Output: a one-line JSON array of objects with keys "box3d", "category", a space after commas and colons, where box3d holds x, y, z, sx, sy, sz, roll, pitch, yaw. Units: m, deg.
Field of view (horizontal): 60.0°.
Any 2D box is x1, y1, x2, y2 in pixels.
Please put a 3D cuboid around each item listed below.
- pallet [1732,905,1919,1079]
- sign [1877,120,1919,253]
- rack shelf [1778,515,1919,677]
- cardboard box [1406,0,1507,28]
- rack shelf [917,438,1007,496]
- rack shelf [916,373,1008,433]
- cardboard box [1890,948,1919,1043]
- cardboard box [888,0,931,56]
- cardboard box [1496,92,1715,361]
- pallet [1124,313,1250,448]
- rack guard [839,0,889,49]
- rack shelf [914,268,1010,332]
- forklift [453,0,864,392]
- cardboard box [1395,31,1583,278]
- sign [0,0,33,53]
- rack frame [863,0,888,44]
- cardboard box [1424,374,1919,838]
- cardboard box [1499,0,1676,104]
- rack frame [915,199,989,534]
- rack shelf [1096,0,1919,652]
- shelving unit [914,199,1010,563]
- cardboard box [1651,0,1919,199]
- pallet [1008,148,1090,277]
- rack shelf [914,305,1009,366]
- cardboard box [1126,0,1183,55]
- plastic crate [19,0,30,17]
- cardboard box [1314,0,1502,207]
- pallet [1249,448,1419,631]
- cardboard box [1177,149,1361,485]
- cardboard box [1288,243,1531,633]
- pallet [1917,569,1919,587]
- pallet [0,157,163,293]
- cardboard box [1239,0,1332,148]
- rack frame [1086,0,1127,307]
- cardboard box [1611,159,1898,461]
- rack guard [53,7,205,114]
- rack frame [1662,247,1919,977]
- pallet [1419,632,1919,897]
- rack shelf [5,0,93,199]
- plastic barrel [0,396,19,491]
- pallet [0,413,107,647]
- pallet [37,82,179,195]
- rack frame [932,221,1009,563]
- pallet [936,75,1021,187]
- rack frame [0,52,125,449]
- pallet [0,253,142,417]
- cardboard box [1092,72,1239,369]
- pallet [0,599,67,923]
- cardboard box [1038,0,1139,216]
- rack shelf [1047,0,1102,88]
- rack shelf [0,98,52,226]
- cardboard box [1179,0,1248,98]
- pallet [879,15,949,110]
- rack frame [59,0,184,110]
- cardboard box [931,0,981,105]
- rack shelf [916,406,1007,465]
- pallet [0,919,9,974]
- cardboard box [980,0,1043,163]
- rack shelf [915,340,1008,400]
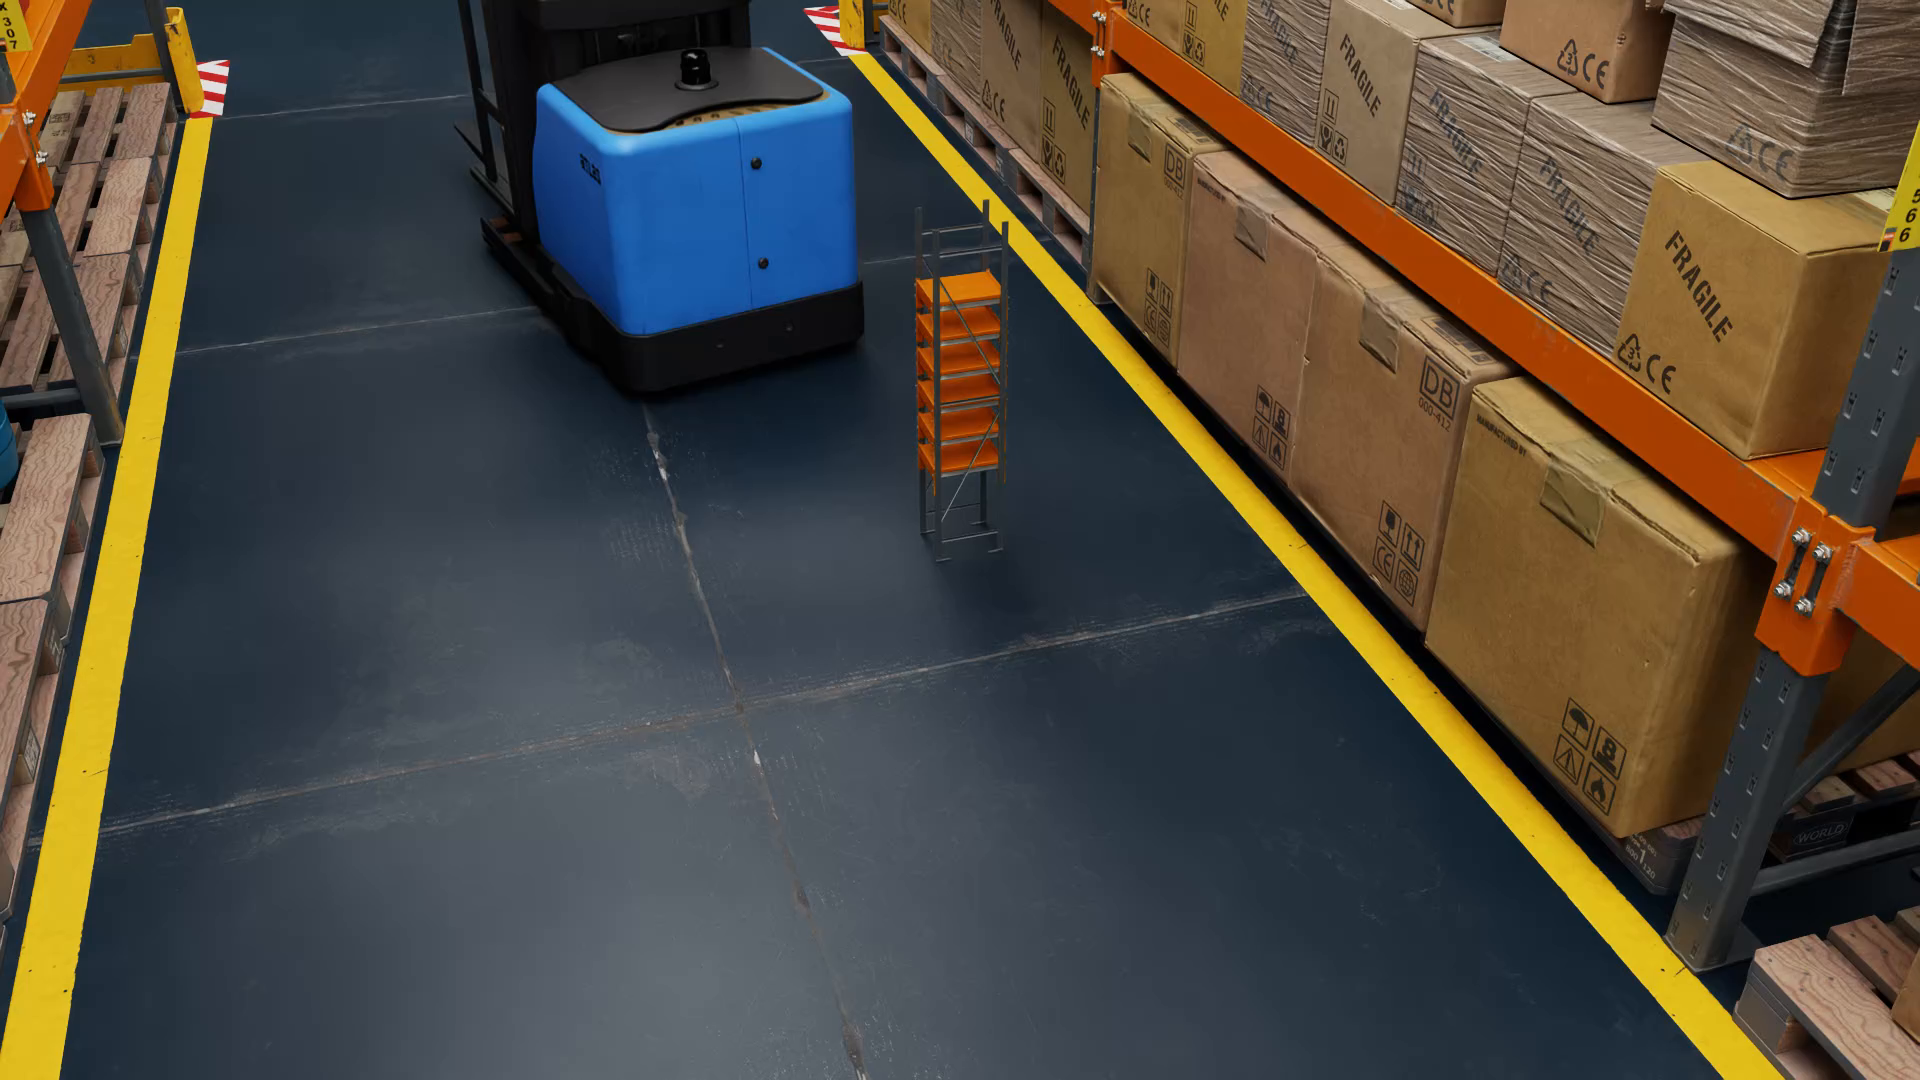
[{"box3d": [2.511, 1.286, 3.613, 1.003, 0.211, 1.213, -10, 35, -15], "category": "pallet"}, {"box3d": [1.746, -0.676, 3.002, 0.100, 0.325, 0.005, -10, 35, -15], "category": "sign"}, {"box3d": [2.884, 1.062, 2.075, 1.077, 0.370, 4.000, -10, 35, -15], "category": "rack shelf"}, {"box3d": [1.659, -1.829, 4.796, 0.797, 0.503, 0.637, -9, 34, -13], "category": "cardboard box"}, {"box3d": [0.004, -0.256, 5.565, 0.258, 0.103, 0.180, -10, 35, -15], "category": "rack shelf"}, {"box3d": [0.004, -0.456, 5.432, 0.258, 0.103, 0.180, -10, 35, -15], "category": "rack shelf"}, {"box3d": [2.497, 0.919, 3.506, 0.700, 0.500, 0.500, -12, 35, -17], "category": "cardboard box"}, {"box3d": [0.105, -3.455, 9.804, 0.875, 0.875, 0.875, -10, 35, -15], "category": "cardboard box"}, {"box3d": [1.741, -0.810, 4.164, 0.500, 0.500, 0.500, -10, 35, -15], "category": "cardboard box"}, {"box3d": [1.361, -0.833, 6.818, 1.003, 0.211, 1.213, -10, 35, -15], "category": "pallet"}, {"box3d": [-0.174, -3.458, 10.530, 1.175, 0.500, 0.348, -10, 35, -15], "category": "rack guard"}, {"box3d": [0.004, -0.756, 5.234, 0.258, 0.103, 0.180, -10, 35, -15], "category": "rack shelf"}, {"box3d": [-1.576, -2.585, 7.004, 1.130, 2.935, 3.031, -18, 37, -25], "category": "forklift"}, {"box3d": [1.580, -1.082, 4.576, 0.500, 0.500, 0.500, -11, 35, -16], "category": "cardboard box"}, {"box3d": [-3.139, -1.762, 5.445, 0.100, 0.325, 0.005, -10, 35, -15], "category": "sign"}, {"box3d": [-0.166, -4.488, 9.822, 1.000, 3.000, 0.127, -10, 35, -15], "category": "rack frame"}, {"box3d": [2.083, 0.057, 4.489, 1.225, 0.875, 0.875, -12, 35, -17], "category": "cardboard box"}, {"box3d": [1.870, -1.478, 4.265, 0.797, 0.503, 0.637, -9, 35, -14], "category": "cardboard box"}, {"box3d": [-0.023, -0.541, 5.480, 0.240, 1.200, 0.006, -10, 35, -15], "category": "rack frame"}, {"box3d": [1.664, -1.038, 5.253, 1.077, 0.370, 4.000, -10, 35, -15], "category": "rack shelf"}, {"box3d": [0.004, -0.493, 5.408, 0.258, 1.200, 0.189, -10, 35, -15], "category": "shelving unit"}, {"box3d": [2.066, -1.135, 3.746, 0.797, 0.503, 0.637, -9, 34, -13], "category": "cardboard box"}, {"box3d": [0.896, -1.637, 8.036, 1.003, 0.211, 1.213, -10, 35, -15], "category": "pallet"}, {"box3d": [0.004, -0.656, 5.300, 0.258, 0.103, 0.180, -10, 35, -15], "category": "rack shelf"}, {"box3d": [0.956, -2.147, 6.187, 0.500, 0.500, 0.500, -10, 35, -15], "category": "cardboard box"}, {"box3d": [-3.696, -2.118, 6.122, 0.402, 0.464, 0.583, -10, 35, -15], "category": "plastic crate"}, {"box3d": [1.425, -1.350, 4.981, 0.500, 0.500, 0.500, -9, 35, -14], "category": "cardboard box"}, {"box3d": [1.737, -0.191, 5.847, 1.003, 0.211, 1.213, -10, 35, -15], "category": "pallet"}, {"box3d": [1.542, -0.875, 5.900, 1.225, 0.875, 0.875, -11, 35, -16], "category": "cardboard box"}, {"box3d": [1.819, -0.412, 5.199, 1.225, 0.875, 0.875, -10, 35, -15], "category": "cardboard box"}, {"box3d": [2.593, 0.148, 2.979, 1.213, 0.211, 1.003, -10, 35, -15], "category": "pallet"}, {"box3d": [-4.300, -1.413, 7.697, 1.003, 0.211, 1.213, -10, 35, -15], "category": "pallet"}, {"box3d": [1.263, -1.620, 5.390, 0.500, 0.500, 0.500, -11, 35, -16], "category": "cardboard box"}, {"box3d": [1.054, -2.388, 6.644, 1.000, 3.000, 0.127, -10, 35, -15], "category": "rack frame"}, {"box3d": [1.888, -0.547, 3.767, 0.500, 0.500, 0.500, -9, 35, -13], "category": "cardboard box"}, {"box3d": [-4.903, -2.623, 9.266, 1.175, 0.500, 0.348, -10, 35, -15], "category": "rack guard"}, {"box3d": [2.274, -0.288, 3.465, 1.000, 3.000, 0.127, -10, 35, -15], "category": "rack frame"}, {"box3d": [2.105, 0.449, 4.880, 1.003, 0.211, 1.213, -10, 35, -15], "category": "pallet"}, {"box3d": [-4.273, -2.305, 7.171, 1.077, 0.370, 4.000, -10, 35, -15], "category": "rack shelf"}, {"box3d": [-3.513, -0.567, 5.409, 0.600, 0.901, 0.708, -10, 35, -15], "category": "plastic barrel"}, {"box3d": [-3.467, 0.020, 5.528, 1.003, 0.211, 1.213, -10, 35, -15], "category": "pallet"}, {"box3d": [-4.669, -2.053, 8.665, 1.003, 0.211, 1.213, -10, 35, -15], "category": "pallet"}, {"box3d": [0.032, -0.445, 5.335, 0.240, 1.200, 0.006, -10, 35, -15], "category": "rack frame"}, {"box3d": [0.521, -2.279, 9.008, 1.003, 0.211, 1.213, -10, 35, -15], "category": "pallet"}, {"box3d": [-3.663, -1.555, 5.383, 1.000, 3.000, 0.127, -10, 35, -15], "category": "rack frame"}, {"box3d": [-3.924, -0.772, 6.726, 1.003, 0.211, 1.213, -10, 35, -15], "category": "pallet"}, {"box3d": [1.268, -1.344, 6.610, 1.225, 0.875, 0.875, -10, 35, -15], "category": "cardboard box"}, {"box3d": [-3.091, 0.662, 4.557, 1.003, 0.211, 1.213, -10, 35, -15], "category": "pallet"}, {"box3d": [0.929, -2.037, 7.658, 0.875, 0.875, 0.875, -10, 35, -15], "category": "cardboard box"}, {"box3d": [0.444, -3.138, 8.431, 1.077, 0.370, 4.000, -10, 35, -15], "category": "rack shelf"}, {"box3d": [-3.053, -0.205, 3.992, 1.077, 0.370, 4.000, -10, 35, -15], "category": "rack shelf"}, {"box3d": [1.110, -1.883, 5.788, 0.500, 0.500, 0.500, -10, 35, -15], "category": "cardboard box"}, {"box3d": [0.152, -2.918, 9.975, 1.003, 0.211, 1.213, -10, 35, -15], "category": "pallet"}, {"box3d": [-4.883, -3.656, 8.561, 1.000, 3.000, 0.127, -10, 35, -15], "category": "rack frame"}, {"box3d": [0.383, -2.977, 9.081, 0.875, 0.875, 0.875, -10, 35, -15], "category": "cardboard box"}, {"box3d": [0.004, -0.356, 5.498, 0.258, 0.103, 0.180, -10, 35, -15], "category": "rack shelf"}, {"box3d": [-2.723, 1.301, 3.589, 1.003, 0.211, 1.213, -10, 35, -15], "category": "pallet"}, {"box3d": [0.654, -2.510, 8.373, 0.875, 0.875, 0.875, -10, 35, -15], "category": "cardboard box"}, {"box3d": [0.004, -0.556, 5.366, 0.258, 0.103, 0.180, -10, 35, -15], "category": "rack shelf"}]
